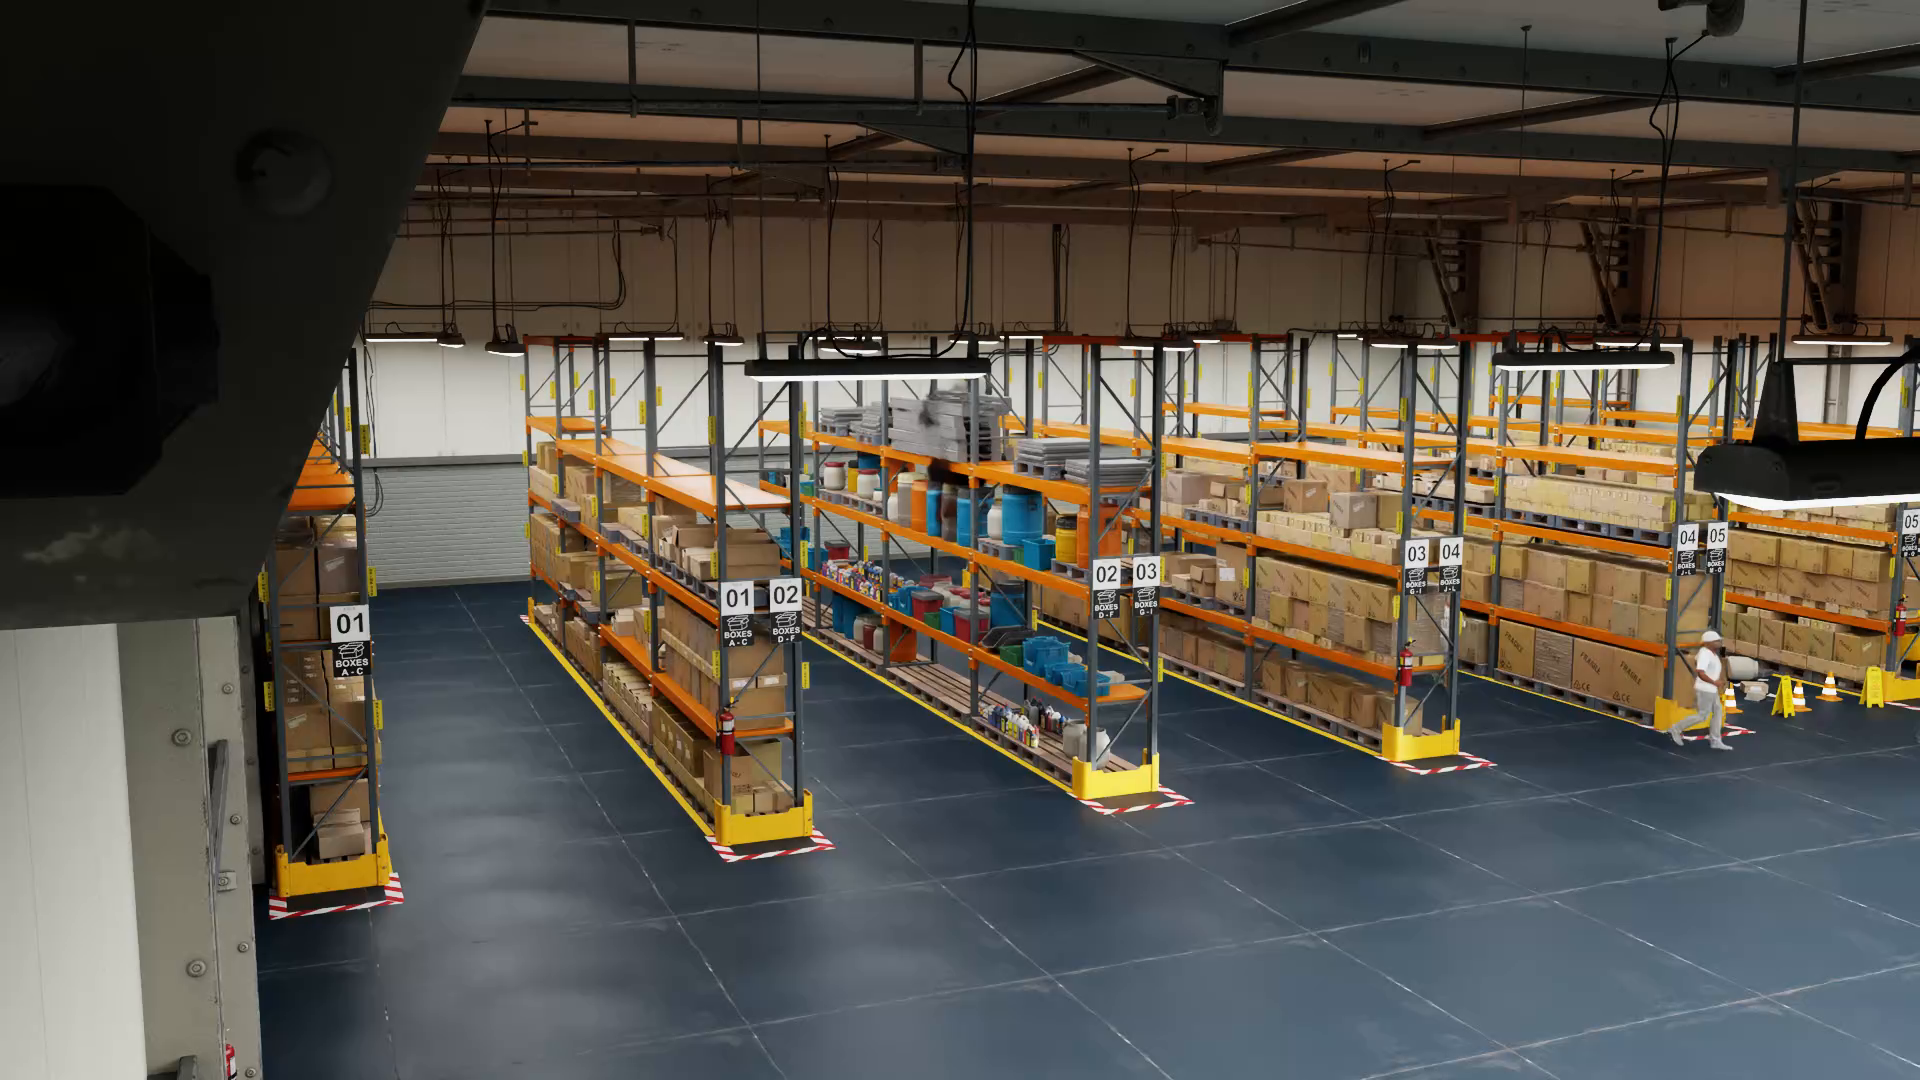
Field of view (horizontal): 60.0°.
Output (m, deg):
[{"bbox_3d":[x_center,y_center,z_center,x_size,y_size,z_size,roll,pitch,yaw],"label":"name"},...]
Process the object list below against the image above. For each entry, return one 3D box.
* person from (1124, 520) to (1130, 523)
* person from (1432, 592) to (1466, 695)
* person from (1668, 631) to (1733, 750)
[{"bbox_3d":[3.877,0.331,39.224,0.628,1.591,0.705,-1,8,-10],"label":"person"},{"bbox_3d":[8.342,1.711,28.411,0.589,1.737,0.800,-4,8,-26],"label":"person"},{"bbox_3d":[10.976,2.203,24.541,0.891,1.755,0.753,4,8,26],"label":"person"}]
